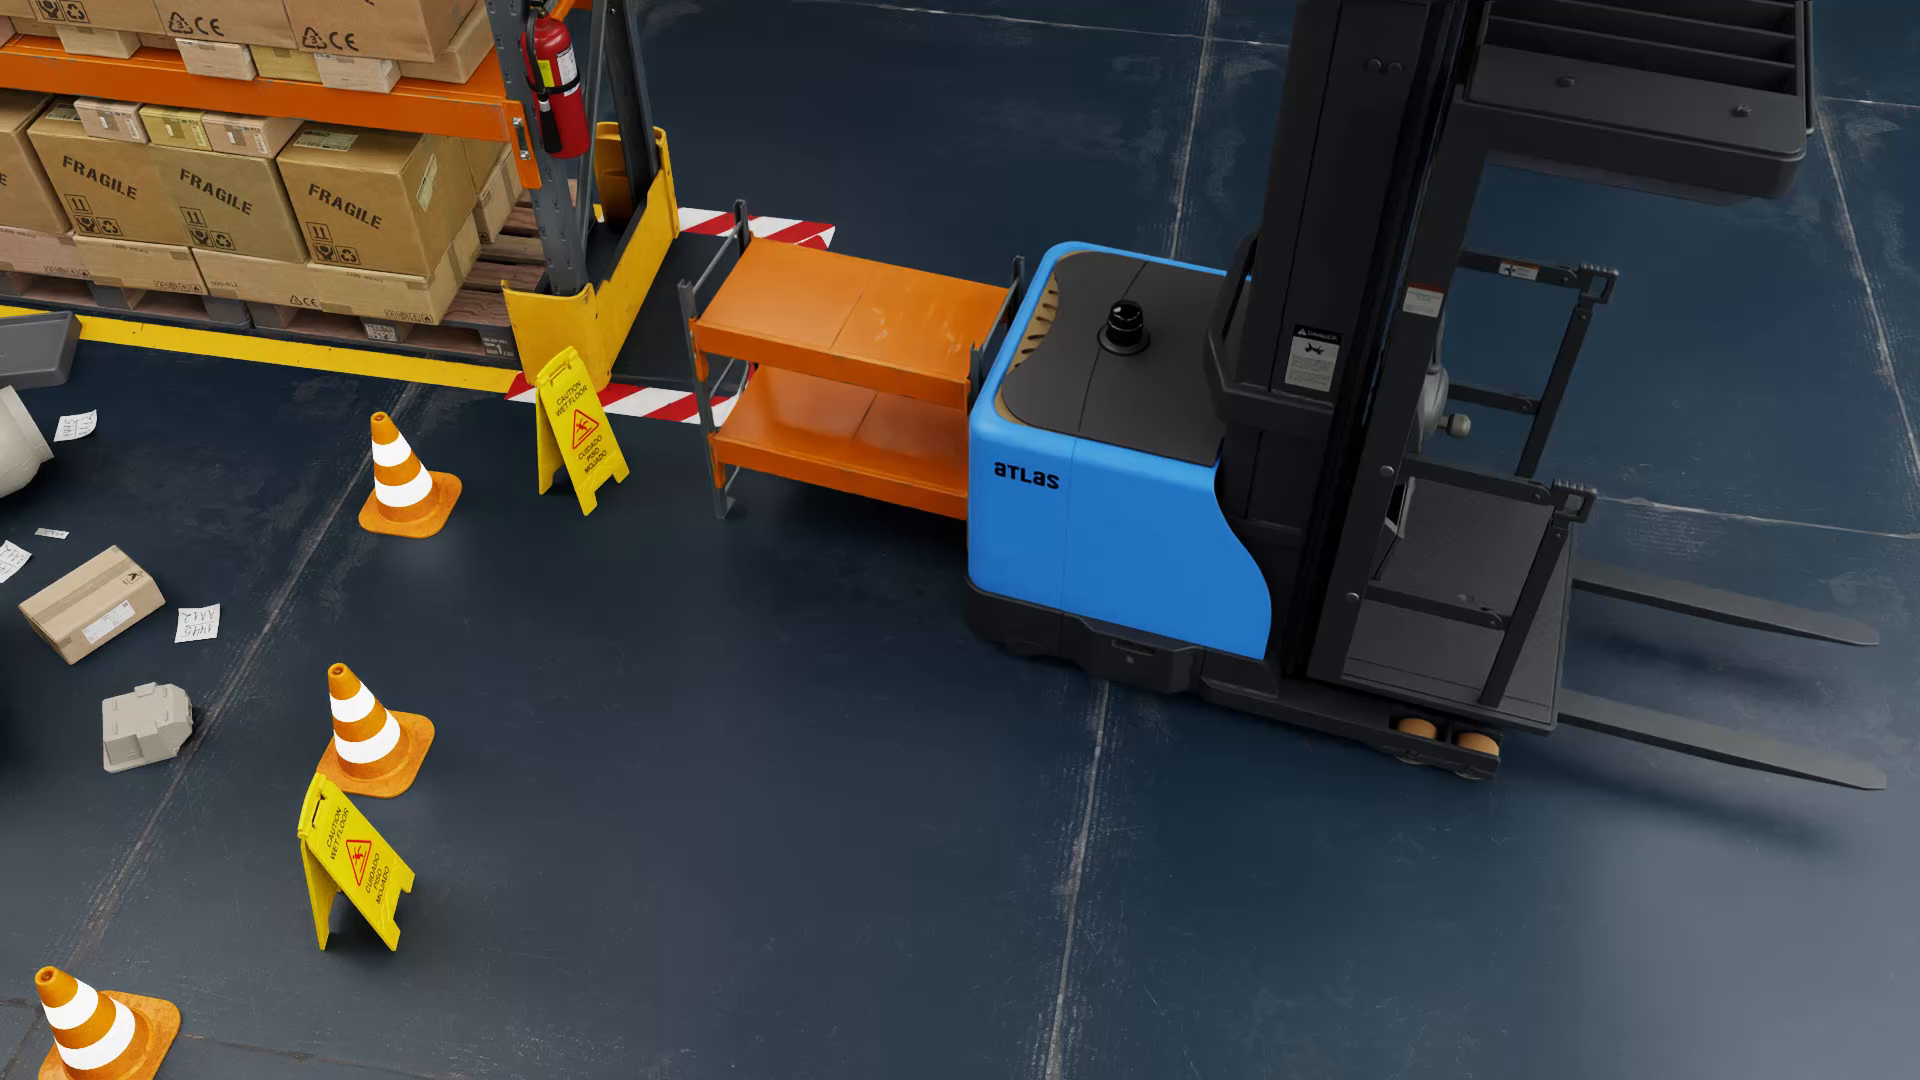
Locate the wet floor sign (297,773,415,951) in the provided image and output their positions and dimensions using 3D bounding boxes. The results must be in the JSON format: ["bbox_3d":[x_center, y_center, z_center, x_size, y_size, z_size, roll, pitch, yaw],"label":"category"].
[{"bbox_3d":[-1.851,0.949,4.963,0.232,0.644,0.267,0,48,0],"label":"wet floor sign"}]

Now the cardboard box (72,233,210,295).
[{"bbox_3d":[-3.318,-1.300,6.968,0.500,0.250,0.500,6,48,5],"label":"cardboard box"}]

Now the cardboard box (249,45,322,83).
[{"bbox_3d":[-2.374,-1.840,6.055,0.250,0.149,0.380,7,48,6],"label":"cardboard box"}]

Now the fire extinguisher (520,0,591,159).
[{"bbox_3d":[-1.420,-1.651,5.769,0.183,0.674,0.296,8,49,7],"label":"fire extinguisher"}]

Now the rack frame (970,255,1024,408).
[{"bbox_3d":[0.127,-0.400,5.846,0.032,1.125,0.500,14,49,13],"label":"rack frame"}]

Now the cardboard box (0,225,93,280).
[{"bbox_3d":[-3.805,-1.373,7.034,0.500,0.250,0.500,7,48,6],"label":"cardboard box"}]

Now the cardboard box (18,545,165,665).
[{"bbox_3d":[-3.099,0.229,5.944,0.250,0.149,0.380,32,56,26],"label":"cardboard box"}]

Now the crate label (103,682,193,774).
[{"bbox_3d":[-2.751,0.614,5.606,0.298,0.136,0.250,-15,50,-13],"label":"crate label"}]

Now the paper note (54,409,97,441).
[{"bbox_3d":[-3.533,-0.459,6.642,0.148,0.019,0.142,-7,48,-7],"label":"paper note"}]

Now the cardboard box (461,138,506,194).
[{"bbox_3d":[-2.219,-1.813,6.924,0.500,0.500,0.500,6,48,6],"label":"cardboard box"}]

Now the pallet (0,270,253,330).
[{"bbox_3d":[-3.516,-1.403,7.369,1.213,0.211,1.003,8,49,7],"label":"pallet"}]

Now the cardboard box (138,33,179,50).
[{"bbox_3d":[-2.860,-1.989,6.189,0.250,0.149,0.380,8,49,7],"label":"cardboard box"}]

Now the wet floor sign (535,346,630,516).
[{"bbox_3d":[-1.454,-0.434,6.206,0.232,0.644,0.267,23,52,20],"label":"wet floor sign"}]

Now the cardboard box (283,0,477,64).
[{"bbox_3d":[-2.034,-2.032,5.792,0.500,0.500,0.500,7,48,6],"label":"cardboard box"}]

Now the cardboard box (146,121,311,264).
[{"bbox_3d":[-2.800,-1.483,6.628,0.500,0.500,0.500,9,49,8],"label":"cardboard box"}]

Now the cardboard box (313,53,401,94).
[{"bbox_3d":[-2.126,-1.790,6.011,0.250,0.149,0.380,7,48,6],"label":"cardboard box"}]

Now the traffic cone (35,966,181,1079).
[{"bbox_3d":[-2.502,1.346,4.730,0.334,0.463,0.336,8,49,7],"label":"traffic cone"}]

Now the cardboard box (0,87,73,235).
[{"bbox_3d":[-3.816,-1.622,6.753,0.500,0.500,0.500,10,49,9],"label":"cardboard box"}]

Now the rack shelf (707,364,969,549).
[{"bbox_3d":[-0.353,-0.354,6.137,1.000,0.278,0.538,14,49,13],"label":"rack shelf"}]

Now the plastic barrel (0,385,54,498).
[{"bbox_3d":[-3.753,-0.333,6.265,0.512,0.421,0.421,-32,55,-25],"label":"plastic barrel"}]

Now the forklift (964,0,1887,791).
[{"bbox_3d":[1.588,-0.631,4.846,3.031,2.935,1.130,14,50,12],"label":"forklift"}]

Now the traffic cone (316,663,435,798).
[{"bbox_3d":[-1.966,0.564,5.432,0.334,0.463,0.336,8,49,7],"label":"traffic cone"}]

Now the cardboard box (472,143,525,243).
[{"bbox_3d":[-2.195,-1.559,7.201,0.500,0.250,0.500,7,48,7],"label":"cardboard box"}]

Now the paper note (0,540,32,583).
[{"bbox_3d":[-3.544,0.077,6.168,0.142,0.019,0.148,23,52,20],"label":"paper note"}]

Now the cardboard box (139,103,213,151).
[{"bbox_3d":[-2.906,-1.668,6.358,0.250,0.149,0.380,8,49,7],"label":"cardboard box"}]

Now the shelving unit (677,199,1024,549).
[{"bbox_3d":[-0.355,-0.517,5.956,1.048,1.125,0.538,14,49,13],"label":"shelving unit"}]

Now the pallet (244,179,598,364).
[{"bbox_3d":[-2.319,-1.240,7.223,1.213,0.211,1.003,8,49,7],"label":"pallet"}]

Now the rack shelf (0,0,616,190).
[{"bbox_3d":[-3.419,-2.053,6.562,4.000,0.370,1.077,8,49,7],"label":"rack shelf"}]

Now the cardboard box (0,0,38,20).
[{"bbox_3d":[-3.513,-2.251,5.989,0.500,0.500,0.500,8,49,7],"label":"cardboard box"}]

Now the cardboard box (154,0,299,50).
[{"bbox_3d":[-2.526,-2.102,5.855,0.500,0.500,0.500,8,49,7],"label":"cardboard box"}]

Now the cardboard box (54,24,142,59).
[{"bbox_3d":[-3.128,-1.956,6.160,0.250,0.149,0.380,7,48,6],"label":"cardboard box"}]

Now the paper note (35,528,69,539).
[{"bbox_3d":[-3.422,-0.025,6.266,0.123,0.001,0.032,8,49,7],"label":"paper note"}]

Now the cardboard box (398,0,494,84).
[{"bbox_3d":[-1.857,-1.838,6.054,0.250,0.149,0.380,9,49,8],"label":"cardboard box"}]

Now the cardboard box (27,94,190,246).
[{"bbox_3d":[-3.295,-1.555,6.692,0.500,0.500,0.500,7,48,6],"label":"cardboard box"}]

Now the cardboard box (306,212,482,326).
[{"bbox_3d":[-2.318,-1.164,6.845,0.500,0.250,0.500,7,48,7],"label":"cardboard box"}]

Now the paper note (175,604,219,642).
[{"bbox_3d":[-2.735,0.295,5.964,0.142,0.019,0.148,-7,48,-7],"label":"paper note"}]

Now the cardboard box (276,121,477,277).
[{"bbox_3d":[-2.286,-1.416,6.568,0.500,0.500,0.500,8,49,7],"label":"cardboard box"}]

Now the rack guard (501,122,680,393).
[{"bbox_3d":[-1.526,-1.204,6.995,0.348,0.500,1.175,8,49,7],"label":"rack guard"}]

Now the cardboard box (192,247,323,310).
[{"bbox_3d":[-2.802,-1.235,6.909,0.500,0.250,0.500,8,49,7],"label":"cardboard box"}]

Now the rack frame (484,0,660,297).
[{"bbox_3d":[-1.451,-2.029,6.057,0.127,3.000,1.000,8,49,7],"label":"rack frame"}]

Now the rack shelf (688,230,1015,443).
[{"bbox_3d":[-0.357,-0.714,5.739,1.000,0.278,0.538,14,49,13],"label":"rack shelf"}]

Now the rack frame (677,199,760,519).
[{"bbox_3d":[-0.837,-0.634,6.066,0.032,1.125,0.500,14,49,13],"label":"rack frame"}]

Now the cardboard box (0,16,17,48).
[{"bbox_3d":[-3.624,-2.009,6.207,0.250,0.149,0.380,7,48,7],"label":"cardboard box"}]

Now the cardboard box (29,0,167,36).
[{"bbox_3d":[-3.018,-2.170,5.916,0.500,0.500,0.500,7,48,7],"label":"cardboard box"}]

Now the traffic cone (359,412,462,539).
[{"bbox_3d":[-2.103,-0.294,6.203,0.334,0.463,0.336,8,49,7],"label":"traffic cone"}]

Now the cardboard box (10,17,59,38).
[{"bbox_3d":[-3.358,-2.054,6.248,0.250,0.149,0.380,8,49,7],"label":"cardboard box"}]

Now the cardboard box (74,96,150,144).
[{"bbox_3d":[-3.165,-1.704,6.391,0.250,0.149,0.380,10,49,8],"label":"cardboard box"}]

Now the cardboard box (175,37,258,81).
[{"bbox_3d":[-2.633,-1.852,6.066,0.250,0.149,0.380,8,49,8],"label":"cardboard box"}]

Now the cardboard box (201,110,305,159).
[{"bbox_3d":[-2.659,-1.632,6.326,0.250,0.149,0.380,9,49,8],"label":"cardboard box"}]

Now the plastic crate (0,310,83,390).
[{"bbox_3d":[-3.988,-0.774,6.892,0.583,0.080,0.402,-7,48,-7],"label":"plastic crate"}]
